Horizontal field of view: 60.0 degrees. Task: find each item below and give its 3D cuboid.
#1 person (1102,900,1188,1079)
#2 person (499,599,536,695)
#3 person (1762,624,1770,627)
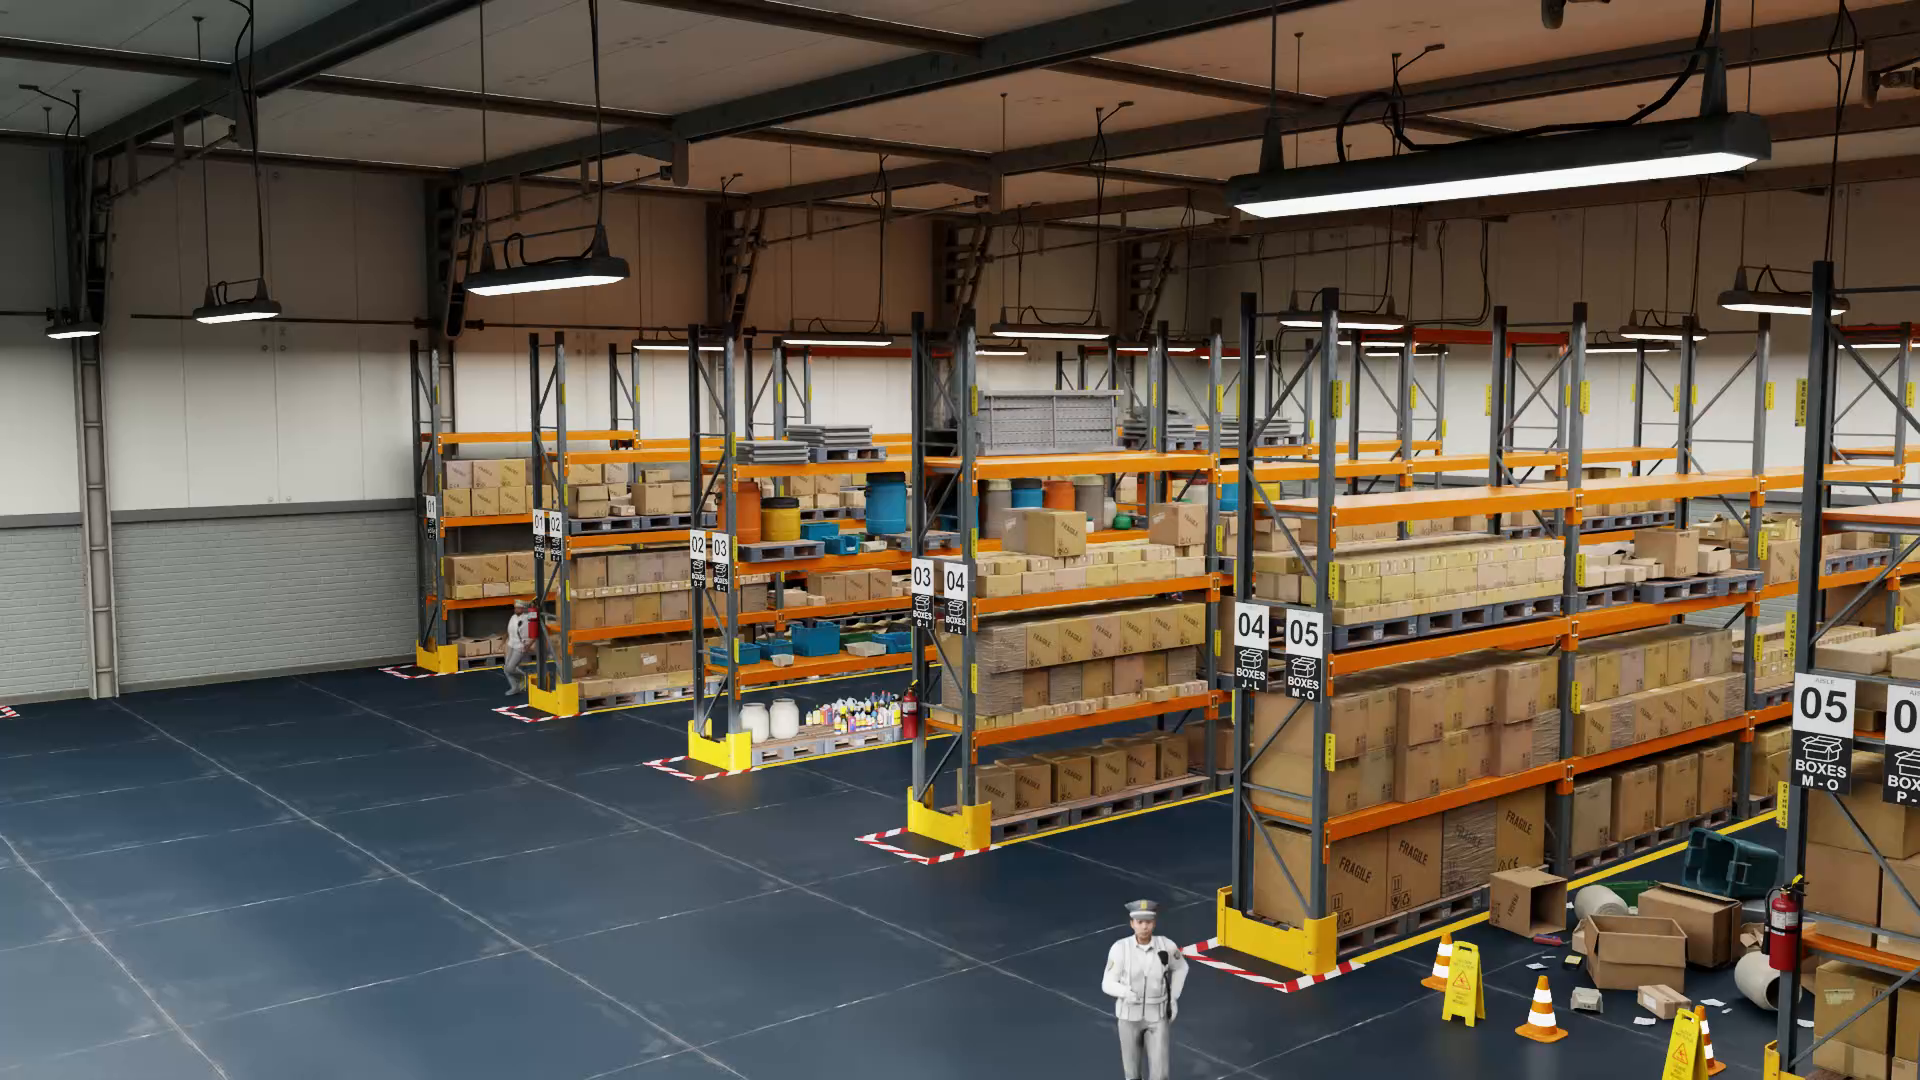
[{"bbox_3d":[1.260,3.287,11.292,0.592,1.728,0.659,0,5,5],"label":"person"},{"bbox_3d":[-7.386,1.798,27.705,0.632,1.640,0.471,3,6,33],"label":"person"},{"bbox_3d":[12.158,2.064,24.950,0.822,1.618,0.550,-3,6,-32],"label":"person"}]
